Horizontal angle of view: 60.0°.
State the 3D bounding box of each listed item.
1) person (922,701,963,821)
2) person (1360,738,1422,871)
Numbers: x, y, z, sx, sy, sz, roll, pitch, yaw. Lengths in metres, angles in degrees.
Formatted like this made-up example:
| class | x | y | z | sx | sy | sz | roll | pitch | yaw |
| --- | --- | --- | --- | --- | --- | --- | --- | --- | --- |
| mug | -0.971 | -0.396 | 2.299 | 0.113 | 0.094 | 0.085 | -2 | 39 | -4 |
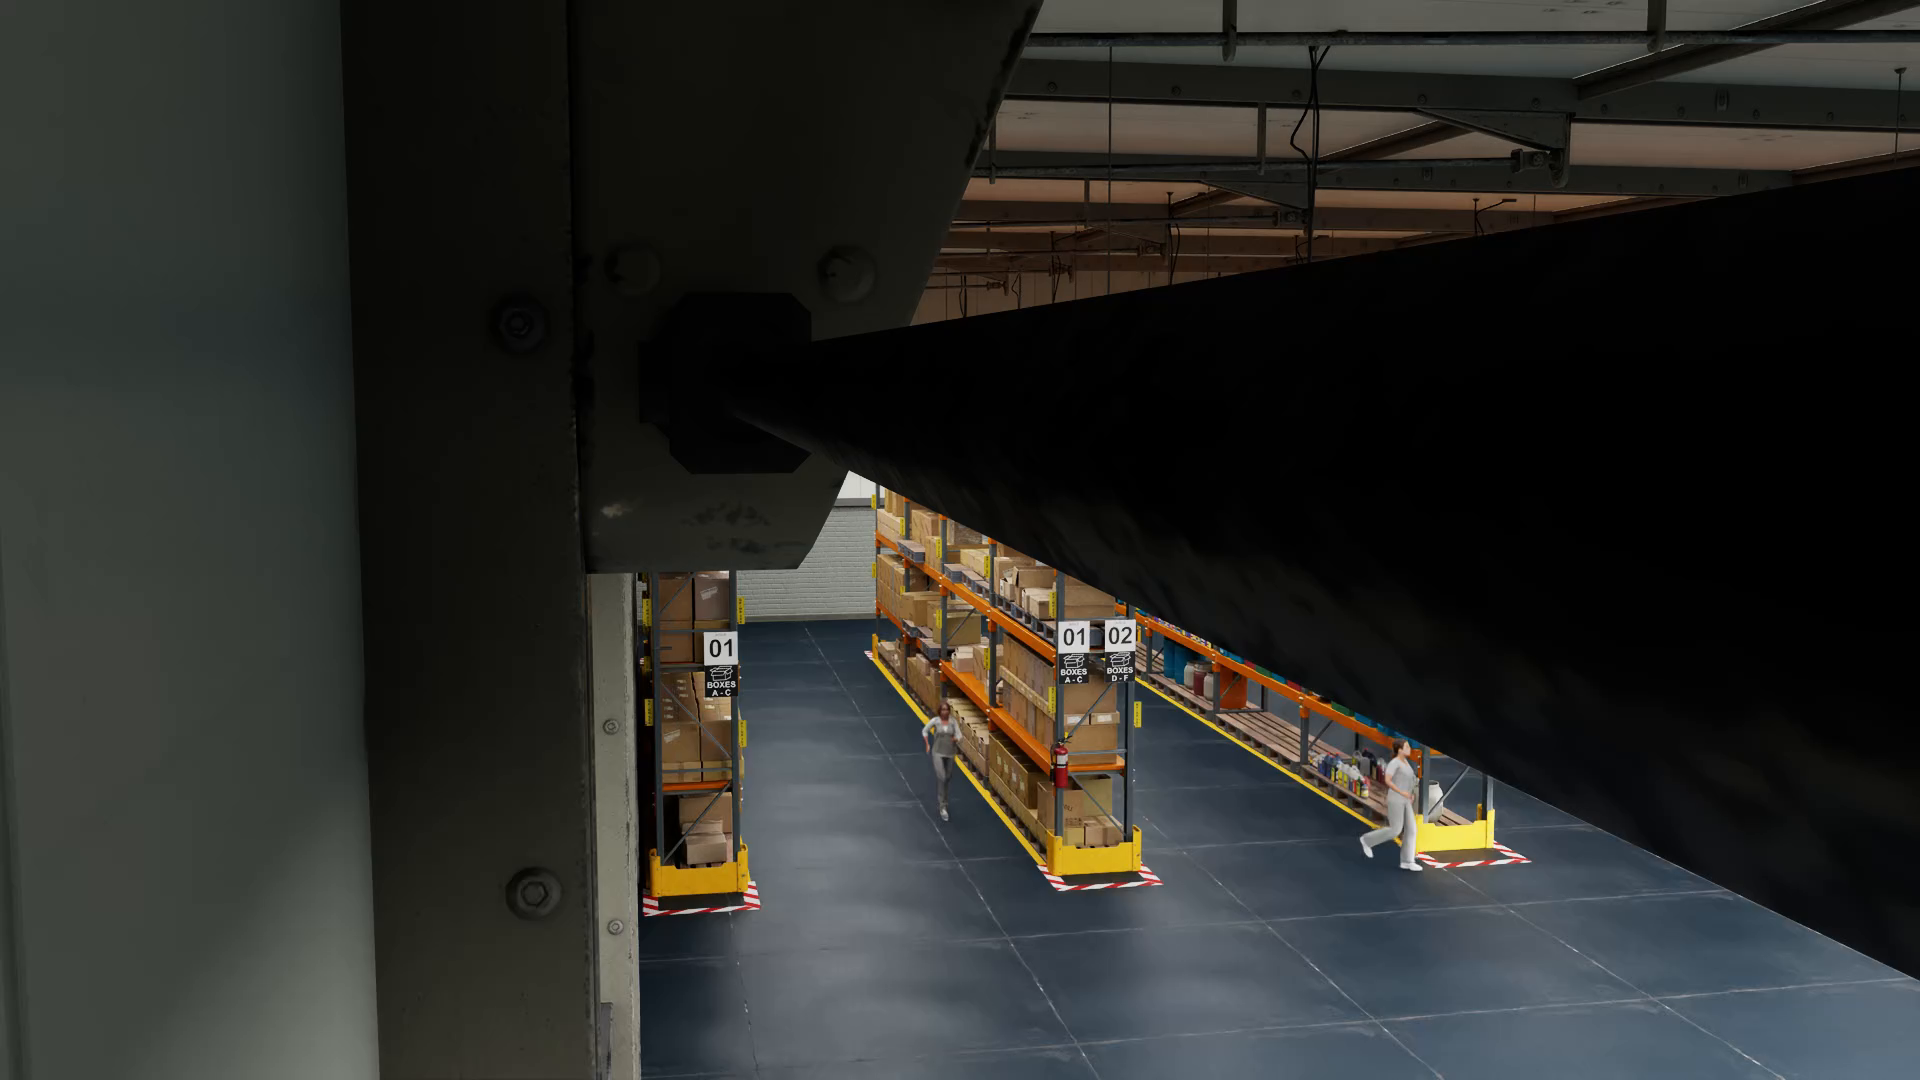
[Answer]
| class | x | y | z | sx | sy | sz | roll | pitch | yaw |
| --- | --- | --- | --- | --- | --- | --- | --- | --- | --- |
| person | -0.238 | 3.094 | 23.666 | 0.517 | 1.630 | 0.784 | -2 | 6 | -17 |
| person | 5.610 | 3.338 | 21.268 | 0.849 | 1.631 | 0.617 | 5 | 8 | 40 |
